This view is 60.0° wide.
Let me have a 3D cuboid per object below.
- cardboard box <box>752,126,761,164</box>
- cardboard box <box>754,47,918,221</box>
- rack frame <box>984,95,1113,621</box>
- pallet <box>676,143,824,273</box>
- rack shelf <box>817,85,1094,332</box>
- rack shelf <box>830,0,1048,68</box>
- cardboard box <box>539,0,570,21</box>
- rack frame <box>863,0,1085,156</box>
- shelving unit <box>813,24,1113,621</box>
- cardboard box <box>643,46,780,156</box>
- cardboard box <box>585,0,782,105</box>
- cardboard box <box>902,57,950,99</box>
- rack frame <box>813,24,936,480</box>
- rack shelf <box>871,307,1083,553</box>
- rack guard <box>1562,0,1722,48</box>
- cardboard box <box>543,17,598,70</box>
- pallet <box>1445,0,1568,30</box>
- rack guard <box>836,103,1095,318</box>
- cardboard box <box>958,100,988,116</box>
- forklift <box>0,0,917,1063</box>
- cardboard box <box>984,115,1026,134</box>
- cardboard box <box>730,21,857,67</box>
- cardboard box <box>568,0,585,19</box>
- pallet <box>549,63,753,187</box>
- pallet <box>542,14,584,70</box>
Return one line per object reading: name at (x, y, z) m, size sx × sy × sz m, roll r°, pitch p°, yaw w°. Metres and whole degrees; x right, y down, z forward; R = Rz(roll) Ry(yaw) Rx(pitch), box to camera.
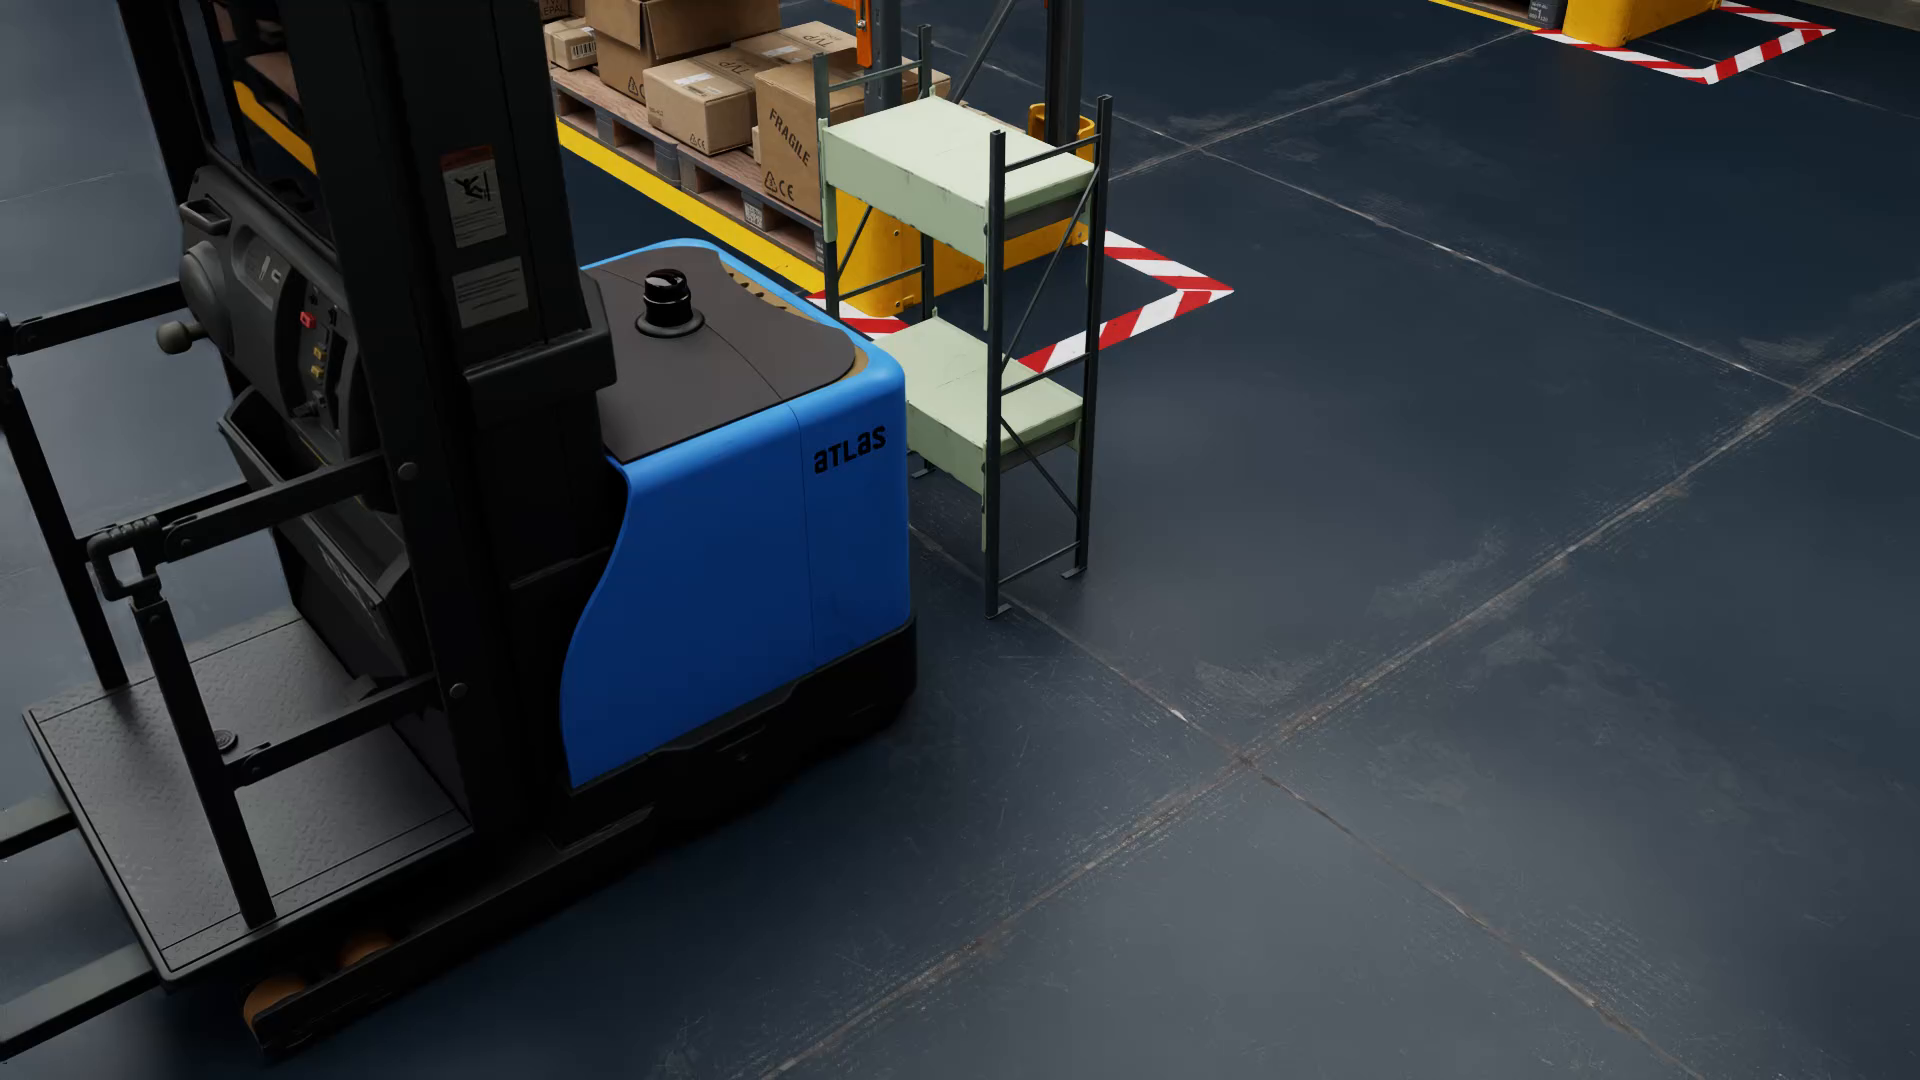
cardboard box at (-0.665, -1.717, 7.150) m, size 0.380 × 0.166 × 0.250 m, roll -26°, pitch 43°, yaw -32°
cardboard box at (-0.472, -1.641, 6.754) m, size 0.500 × 0.500 × 0.500 m, roll -26°, pitch 43°, yaw -32°
rack frame at (0.232, -0.453, 4.593) m, size 0.400 × 1.500 × 0.023 m, roll -26°, pitch 43°, yaw -32°
pallet at (-0.497, -1.580, 7.299) m, size 1.003 × 0.211 × 1.213 m, roll -26°, pitch 43°, yaw -32°
rack shelf at (-0.004, -0.933, 4.595) m, size 0.431 × 0.370 × 0.720 m, roll -26°, pitch 43°, yaw -32°
rack shelf at (-1.224, -2.923, 7.404) m, size 1.077 × 0.370 × 4.000 m, roll -26°, pitch 43°, yaw -32°
cardboard box at (-2.409, -2.916, 8.717) m, size 0.500 × 0.311 × 0.500 m, roll -26°, pitch 43°, yaw -32°
rack frame at (0.067, -2.333, 5.949) m, size 1.000 × 3.000 × 0.127 m, roll -26°, pitch 43°, yaw -32°
shelving unit at (-0.004, -0.615, 4.821) m, size 0.431 × 1.500 × 0.755 m, roll -26°, pitch 43°, yaw -32°
cardboard box at (-1.062, -1.970, 7.434) m, size 0.500 × 0.250 × 0.500 m, roll -26°, pitch 43°, yaw -32°
cardboard box at (-1.298, -2.433, 7.869) m, size 0.797 × 0.503 × 0.637 m, roll -26°, pitch 43°, yaw -32°
cardboard box at (-0.390, -1.957, 7.417) m, size 0.500 × 0.250 × 0.500 m, roll -26°, pitch 43°, yaw -32°
rack frame at (-0.241, -0.777, 5.049) m, size 0.400 × 1.500 × 0.023 m, roll -26°, pitch 43°, yaw -32°
rack shelf at (-0.004, -0.349, 5.009) m, size 0.431 × 0.370 × 0.720 m, roll -26°, pitch 43°, yaw -32°
rack guard at (3.864, -3.152, 9.268) m, size 1.175 × 0.500 × 0.348 m, roll -26°, pitch 43°, yaw -32°
cardboard box at (-1.843, -2.479, 8.225) m, size 0.380 × 0.166 × 0.250 m, roll -26°, pitch 43°, yaw -32°
pallet at (3.273, -3.368, 9.824) m, size 1.003 × 0.211 × 1.213 m, roll -26°, pitch 43°, yaw -32°
rack guard at (0.018, -1.347, 6.719) m, size 1.175 × 0.500 × 0.348 m, roll -26°, pitch 43°, yaw -32°
cardboard box at (-0.102, -1.780, 7.239) m, size 0.380 × 0.166 × 0.250 m, roll -26°, pitch 43°, yaw -32°
forklift at (-1.580, -0.423, 3.311) m, size 3.031 × 2.935 × 1.130 m, roll -25°, pitch 42°, yaw -31°
cardboard box at (0.059, -1.663, 7.088) m, size 0.380 × 0.149 × 0.250 m, roll -26°, pitch 43°, yaw -32°
cardboard box at (-0.713, -2.178, 7.729) m, size 0.500 × 0.250 × 0.500 m, roll -26°, pitch 43°, yaw -32°
cardboard box at (-1.930, -3.113, 8.832) m, size 0.500 × 0.500 × 0.500 m, roll -26°, pitch 43°, yaw -32°
pallet at (-1.280, -2.119, 8.059) m, size 1.003 × 0.211 × 1.213 m, roll -26°, pitch 43°, yaw -32°
pallet at (-2.072, -2.658, 8.820) m, size 1.003 × 0.211 × 1.213 m, roll -26°, pitch 43°, yaw -32°
